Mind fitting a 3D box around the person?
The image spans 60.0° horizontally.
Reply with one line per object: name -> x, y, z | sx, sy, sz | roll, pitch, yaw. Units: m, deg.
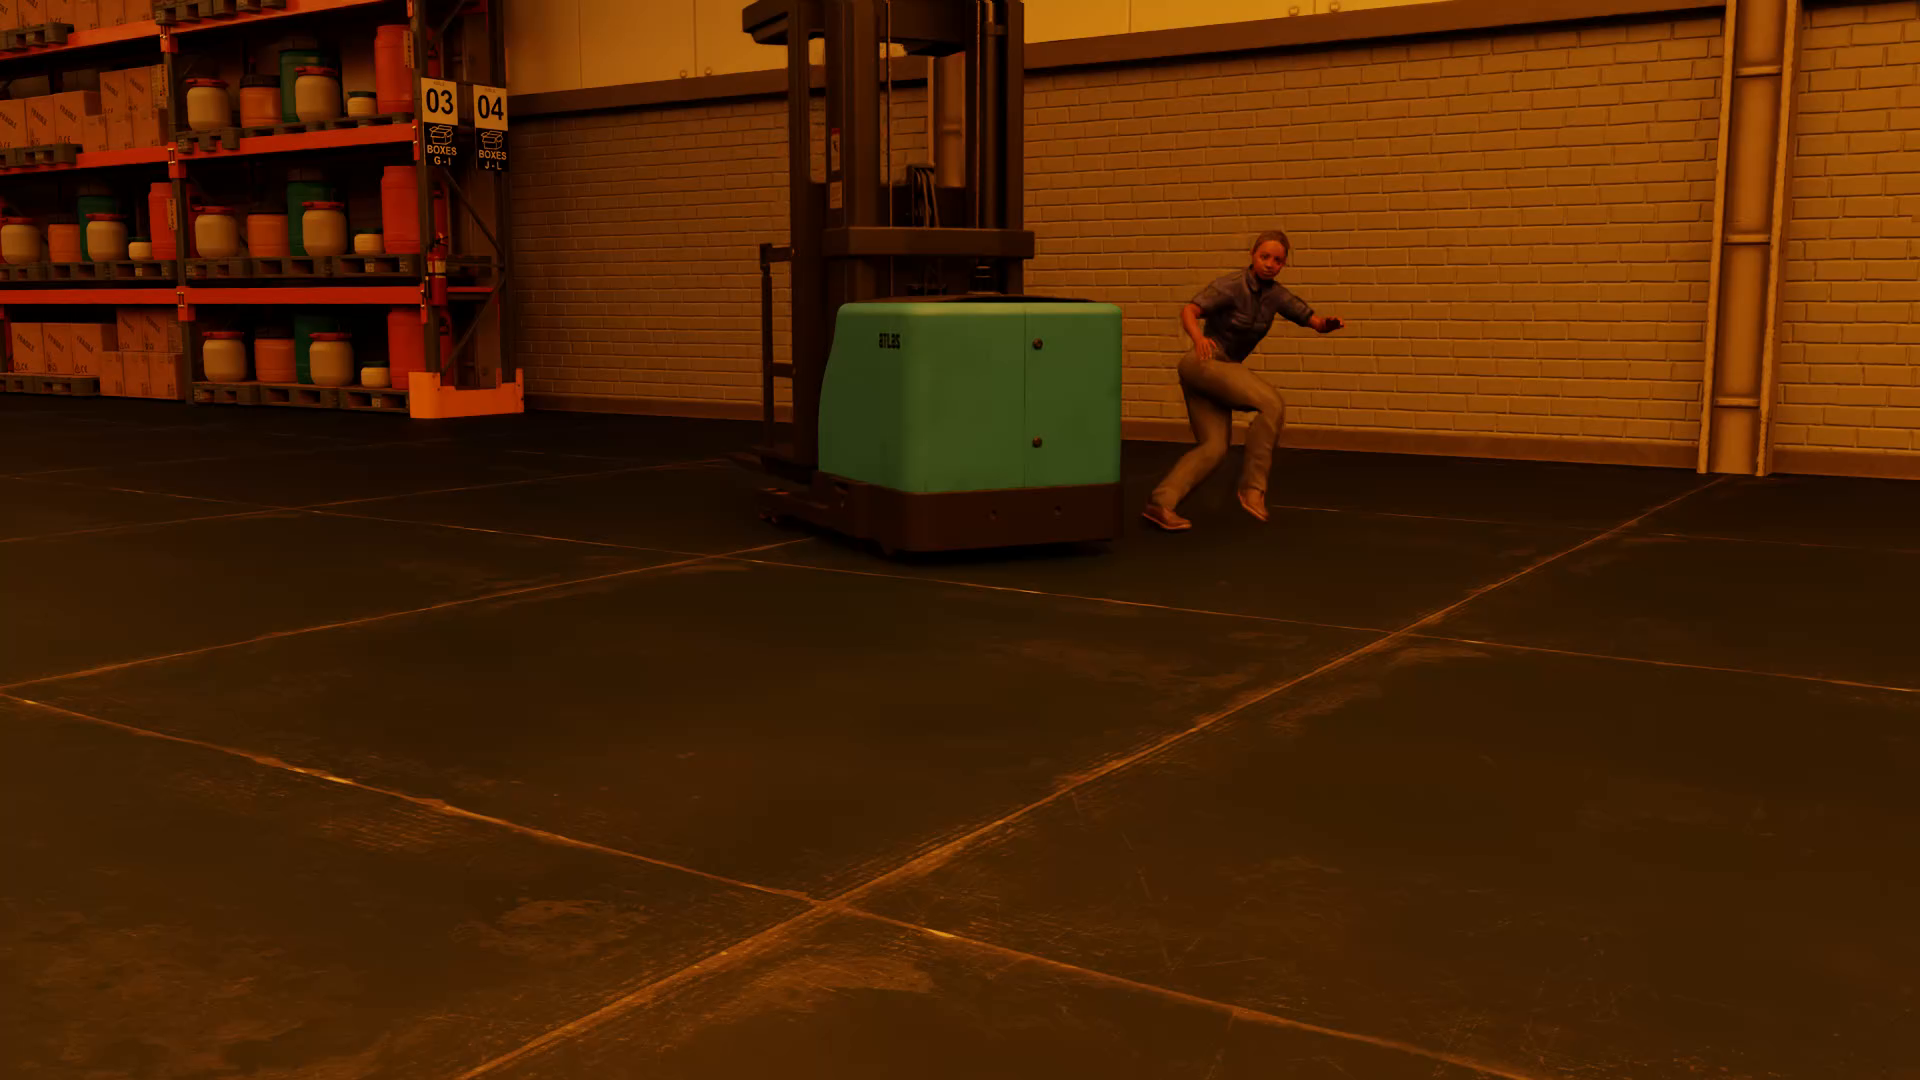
person -> 1.376, -0.769, 7.962 | 0.858, 1.418, 0.909 | 5, 10, 33

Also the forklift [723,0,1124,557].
forklift -> -0.388, -1.550, 8.094 | 1.130, 2.935, 3.031 | -4, 9, -26
